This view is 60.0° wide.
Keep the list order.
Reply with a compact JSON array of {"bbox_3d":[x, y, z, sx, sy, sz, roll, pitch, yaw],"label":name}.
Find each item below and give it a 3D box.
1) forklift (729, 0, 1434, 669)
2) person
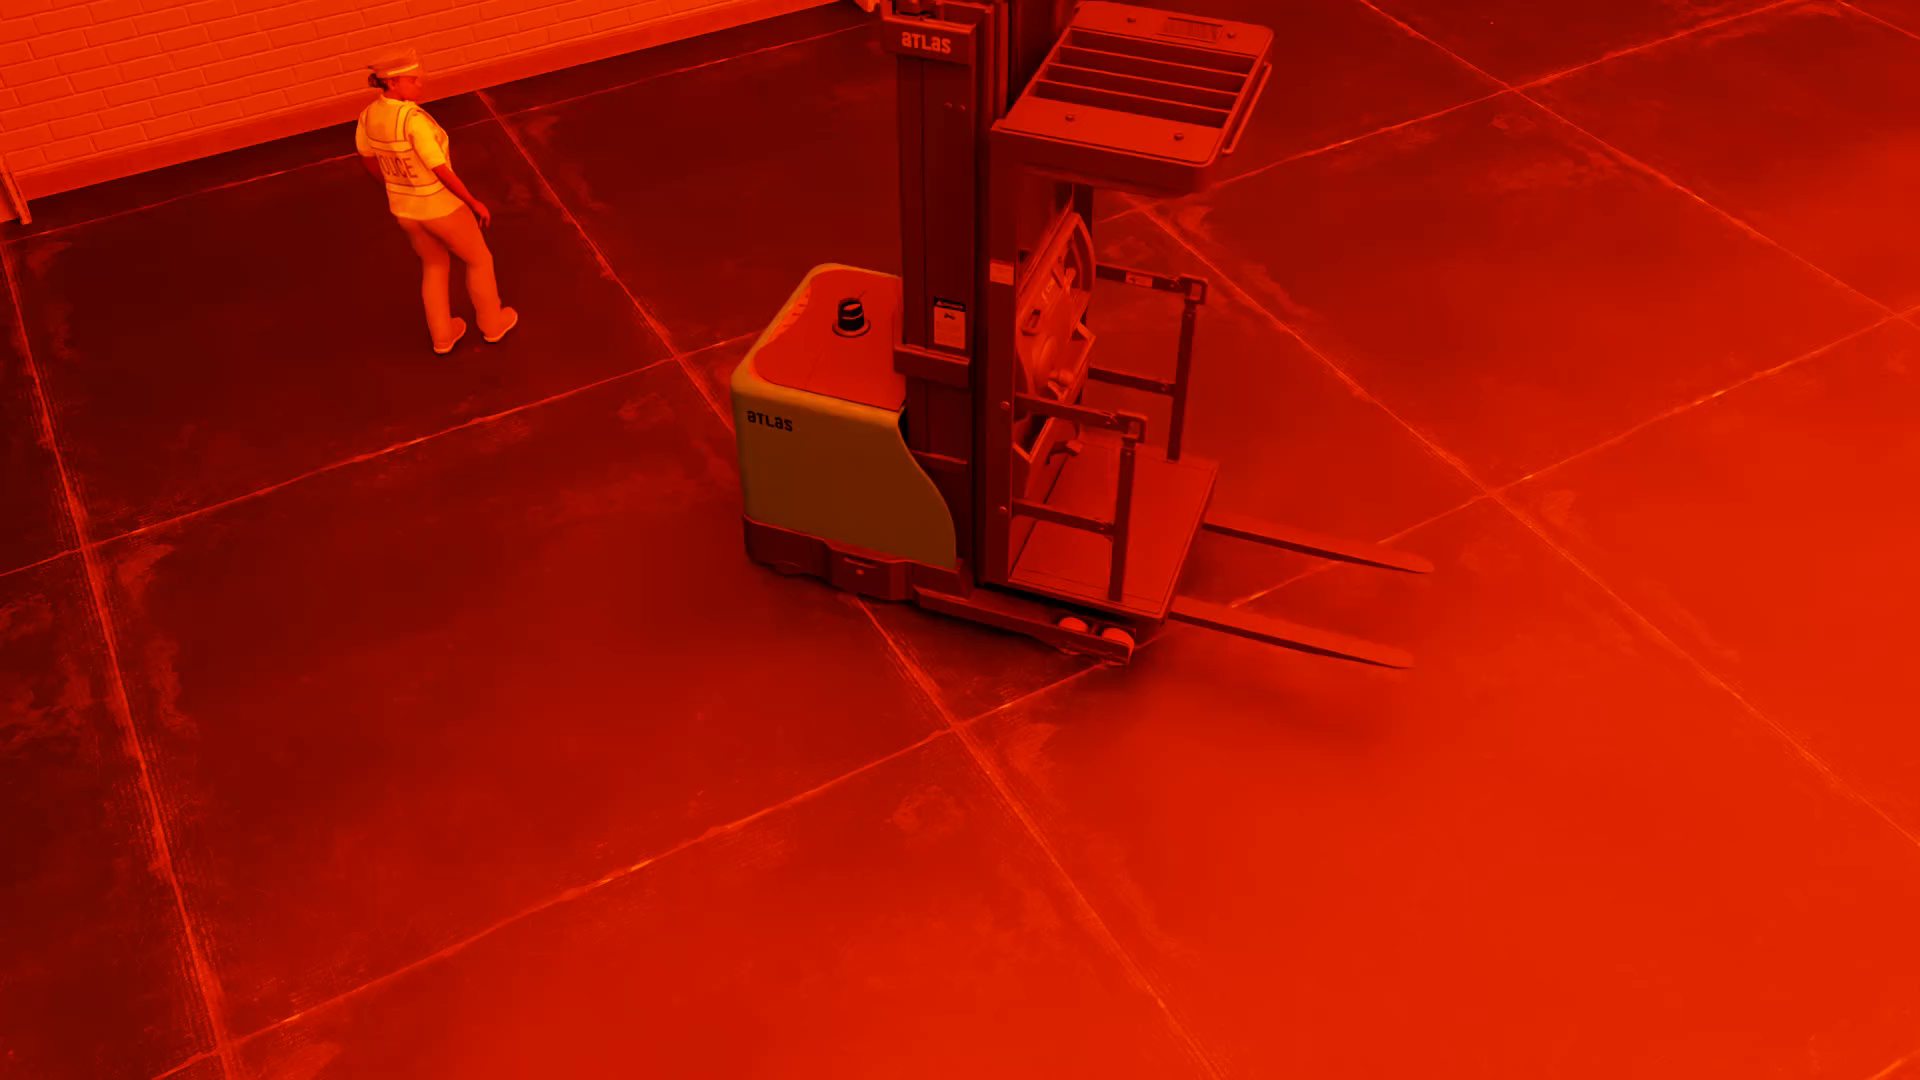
[{"bbox_3d":[0.577,-0.937,6.709,3.031,2.935,1.130,14,45,14],"label":"forklift"},{"bbox_3d":[-2.680,-1.734,8.510,0.663,1.656,0.482,15,45,15],"label":"person"}]
